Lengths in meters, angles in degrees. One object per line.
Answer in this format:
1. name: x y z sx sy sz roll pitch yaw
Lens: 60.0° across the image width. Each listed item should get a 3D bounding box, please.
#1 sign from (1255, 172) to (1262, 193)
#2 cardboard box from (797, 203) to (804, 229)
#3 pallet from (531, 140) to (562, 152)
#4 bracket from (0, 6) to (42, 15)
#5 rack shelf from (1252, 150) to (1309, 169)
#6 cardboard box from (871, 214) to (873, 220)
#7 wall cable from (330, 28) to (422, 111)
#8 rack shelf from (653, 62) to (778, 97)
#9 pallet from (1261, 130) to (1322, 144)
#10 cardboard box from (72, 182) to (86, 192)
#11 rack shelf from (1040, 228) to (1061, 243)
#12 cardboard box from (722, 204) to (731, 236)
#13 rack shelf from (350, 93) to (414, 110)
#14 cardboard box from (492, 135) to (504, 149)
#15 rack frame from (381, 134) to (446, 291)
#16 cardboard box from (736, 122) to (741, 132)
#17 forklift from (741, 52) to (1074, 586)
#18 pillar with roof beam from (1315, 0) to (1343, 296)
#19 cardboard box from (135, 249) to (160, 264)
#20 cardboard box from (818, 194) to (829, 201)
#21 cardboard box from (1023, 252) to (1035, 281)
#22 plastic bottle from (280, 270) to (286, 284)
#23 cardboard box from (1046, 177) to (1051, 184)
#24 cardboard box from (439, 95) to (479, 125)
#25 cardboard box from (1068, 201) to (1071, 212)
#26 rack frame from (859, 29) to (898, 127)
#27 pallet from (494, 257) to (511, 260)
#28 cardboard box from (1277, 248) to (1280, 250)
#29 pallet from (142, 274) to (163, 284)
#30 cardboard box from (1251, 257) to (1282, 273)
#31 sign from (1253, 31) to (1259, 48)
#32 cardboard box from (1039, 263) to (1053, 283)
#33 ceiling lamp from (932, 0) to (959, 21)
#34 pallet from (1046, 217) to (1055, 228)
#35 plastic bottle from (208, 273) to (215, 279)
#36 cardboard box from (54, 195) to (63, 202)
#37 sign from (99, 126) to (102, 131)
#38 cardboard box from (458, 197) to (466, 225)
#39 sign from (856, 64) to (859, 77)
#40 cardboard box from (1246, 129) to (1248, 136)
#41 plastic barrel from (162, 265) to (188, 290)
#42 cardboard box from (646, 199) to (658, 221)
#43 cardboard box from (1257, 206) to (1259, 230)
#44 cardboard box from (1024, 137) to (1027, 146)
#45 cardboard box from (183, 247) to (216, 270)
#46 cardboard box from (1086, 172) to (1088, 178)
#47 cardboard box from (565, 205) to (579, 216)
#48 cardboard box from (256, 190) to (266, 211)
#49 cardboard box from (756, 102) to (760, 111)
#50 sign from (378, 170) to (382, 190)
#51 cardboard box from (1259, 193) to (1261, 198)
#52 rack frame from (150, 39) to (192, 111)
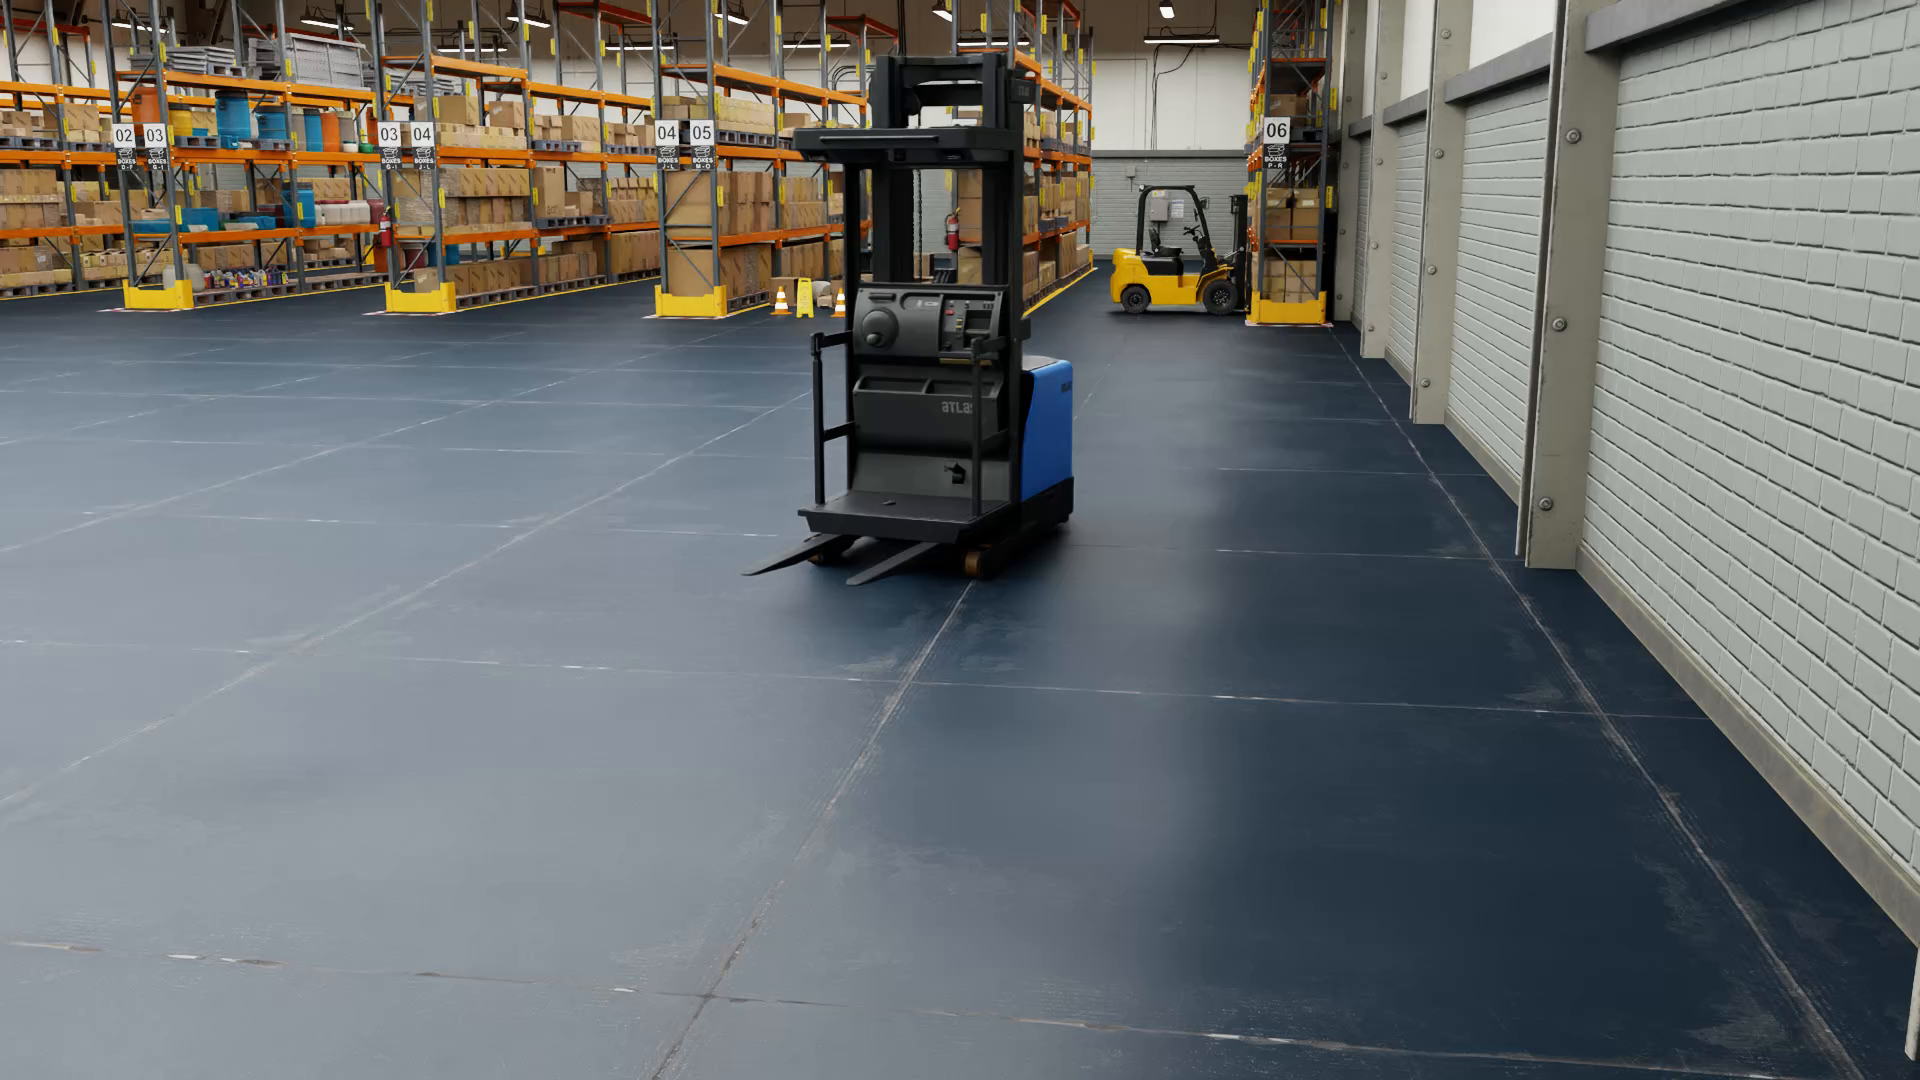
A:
1. sign: 4.740 -5.675 26.394 0.100 0.325 0.005 2 12 9
2. cardboard box: -3.420 -6.463 33.126 0.500 0.500 0.500 2 12 8
3. pallet: -8.608 -7.786 32.826 1.213 0.211 1.003 2 12 9
4. bracket: -23.120 -12.661 39.340 0.076 0.066 4.783 2 12 9
5. rack shelf: 6.197 -7.336 32.001 1.077 0.370 4.000 2 12 9
6. cardboard box: -2.323 -7.865 40.465 0.380 0.149 0.250 1 12 6
7. wall cable: -17.750 -14.227 50.533 3.097 2.526 0.112 2 12 9
8. rack shelf: -4.230 -8.074 29.253 1.077 0.370 4.000 2 12 9
9. pallet: 5.593 -6.797 28.000 1.003 0.211 1.213 2 12 9
10. cardboard box: -22.168 -8.792 41.399 0.500 0.250 0.500 2 12 10
11. rack shelf: 1.291 -6.030 33.060 1.077 0.370 4.000 2 12 9
12. cardboard box: -4.463 -5.539 28.719 0.875 0.550 0.550 2 12 9
13. rack shelf: -12.780 -10.081 38.568 1.077 0.370 4.000 2 12 9
14. cardboard box: -8.784 -7.361 30.767 0.500 0.250 0.500 2 12 8
15. rack frame: -9.424 -5.454 28.679 1.000 3.000 0.127 2 12 9
16. cardboard box: -4.014 -7.141 28.749 0.380 0.149 0.250 2 12 9
17. forklift: -0.267 -1.310 9.616 1.130 2.935 3.031 5 13 21
18. pillar with roof beam: 2.940 -9.409 32.794 9.100 9.000 0.400 2 12 9
19. cardboard box: -17.972 -6.246 36.552 0.500 0.311 0.500 2 12 8
20. cardboard box: -3.045 -7.401 35.904 0.380 0.149 0.250 2 12 9
21. cardboard box: 1.081 -4.955 30.115 0.500 0.500 0.500 2 12 10
22. plastic bottle: -13.450 -5.223 33.013 0.061 0.283 0.133 3 12 11
23. cardboard box: 1.626 -7.165 33.139 0.380 0.149 0.250 1 12 6
24. cardboard box: -8.928 -7.659 29.662 0.500 0.500 0.500 2 12 8
25. cardboard box: 2.181 -7.382 36.798 0.500 0.250 0.500 2 12 10
26. rack frame: -2.077 -11.535 42.658 1.000 3.000 0.127 2 12 9
27. pallet: -12.022 -7.411 44.381 1.003 0.211 1.213 2 12 9
28. cardboard box: 6.919 -6.145 35.286 0.380 0.149 0.250 2 12 9
29. pallet: -18.146 -5.907 37.403 1.003 0.211 1.213 2 12 9
30. cardboard box: 5.177 -4.640 28.061 0.500 0.250 0.500 2 12 9
31. sign: 5.967 -10.081 33.507 0.100 0.325 0.005 2 12 9
32. cardboard box: 1.397 -5.447 33.891 0.950 0.372 0.625 2 12 8
33. ceiling lamp: -0.072 -13.314 37.055 0.800 3.185 2.000 2 12 9
34. pallet: 1.335 -6.291 33.018 1.003 0.211 1.213 2 12 9
35. plastic bottle: -14.381 -4.975 31.877 0.152 0.276 0.135 2 12 7
36. cardboard box: -18.426 -6.910 33.662 0.380 0.149 0.250 2 12 9
37. sign: -21.723 -10.290 42.028 0.100 0.325 0.005 2 12 9
38. cardboard box: -9.353 -5.869 29.665 0.875 0.500 0.500 2 12 9
39. sign: -2.613 -12.048 42.633 0.100 0.325 0.005 2 12 9
40. cardboard box: 6.640 -9.166 37.439 0.380 0.149 0.250 2 12 10
41. plastic barrel: -14.292 -4.743 30.288 0.421 0.512 0.421 0 12 0
42. cardboard box: -7.463 -7.791 39.290 0.500 0.500 0.500 2 12 10
43. cardboard box: 5.257 -5.347 27.945 0.500 0.500 0.500 2 12 8
44. cardboard box: 0.935 -6.804 28.419 0.380 0.149 0.250 2 12 9
45. cardboard box: -17.629 -6.519 38.513 0.500 0.500 0.500 2 12 11
46. cardboard box: 3.000 -9.127 41.572 0.380 0.149 0.250 2 12 8
47. cardboard box: -8.183 -6.903 34.725 0.396 0.266 0.258 2 12 7
48. cardboard box: -17.660 -8.436 41.284 0.700 0.500 0.500 -2 12 -10
49. cardboard box: -3.819 -7.795 29.891 0.380 0.149 0.250 2 12 9
50. sign: -9.969 -6.196 28.626 0.100 0.325 0.005 2 12 9
51. cardboard box: 5.184 -5.780 27.711 0.380 0.149 0.250 2 12 10
52. rack frame: -21.646 -12.198 45.736 1.000 3.000 0.127 2 12 9
